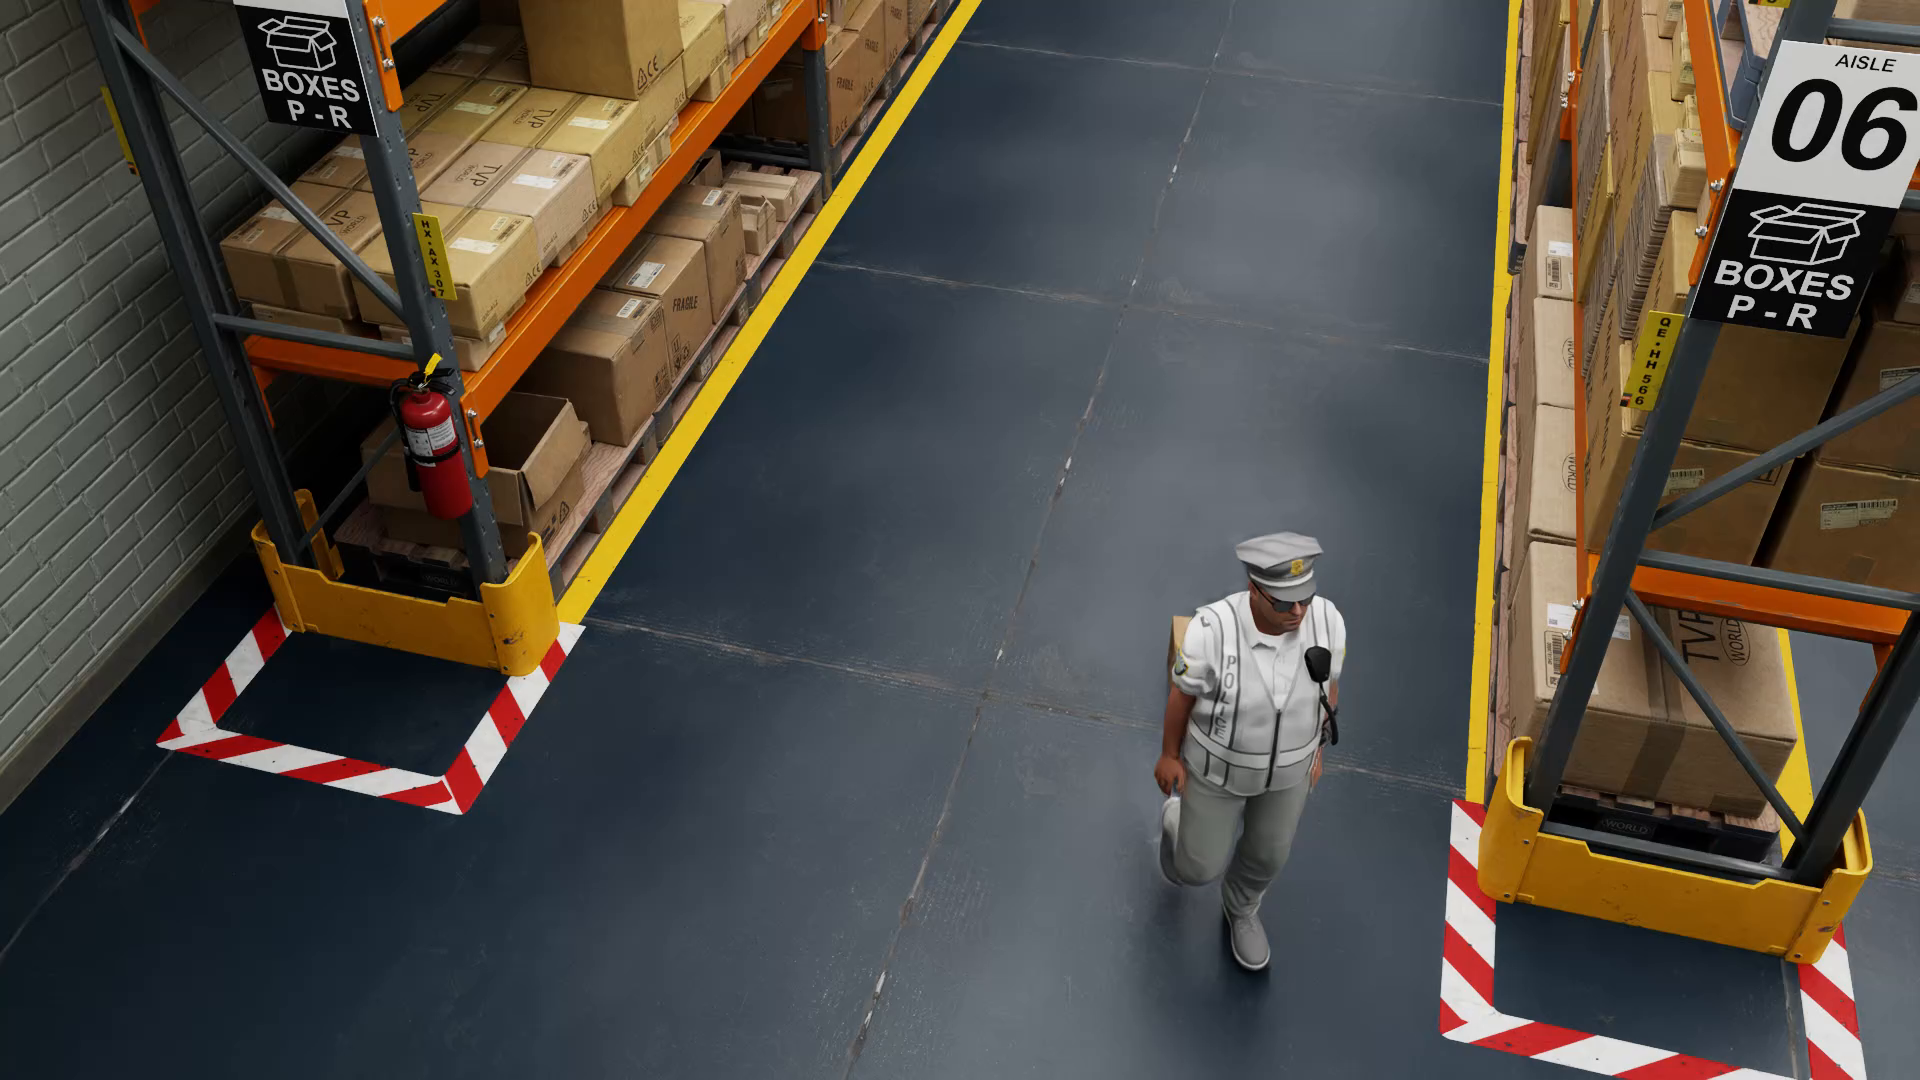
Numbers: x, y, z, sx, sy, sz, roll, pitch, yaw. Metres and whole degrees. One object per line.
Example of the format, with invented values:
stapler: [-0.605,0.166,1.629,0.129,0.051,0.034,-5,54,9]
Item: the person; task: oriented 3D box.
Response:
person: [0.910,0.647,5.344,0.562,1.757,0.573,-6,41,-7]
